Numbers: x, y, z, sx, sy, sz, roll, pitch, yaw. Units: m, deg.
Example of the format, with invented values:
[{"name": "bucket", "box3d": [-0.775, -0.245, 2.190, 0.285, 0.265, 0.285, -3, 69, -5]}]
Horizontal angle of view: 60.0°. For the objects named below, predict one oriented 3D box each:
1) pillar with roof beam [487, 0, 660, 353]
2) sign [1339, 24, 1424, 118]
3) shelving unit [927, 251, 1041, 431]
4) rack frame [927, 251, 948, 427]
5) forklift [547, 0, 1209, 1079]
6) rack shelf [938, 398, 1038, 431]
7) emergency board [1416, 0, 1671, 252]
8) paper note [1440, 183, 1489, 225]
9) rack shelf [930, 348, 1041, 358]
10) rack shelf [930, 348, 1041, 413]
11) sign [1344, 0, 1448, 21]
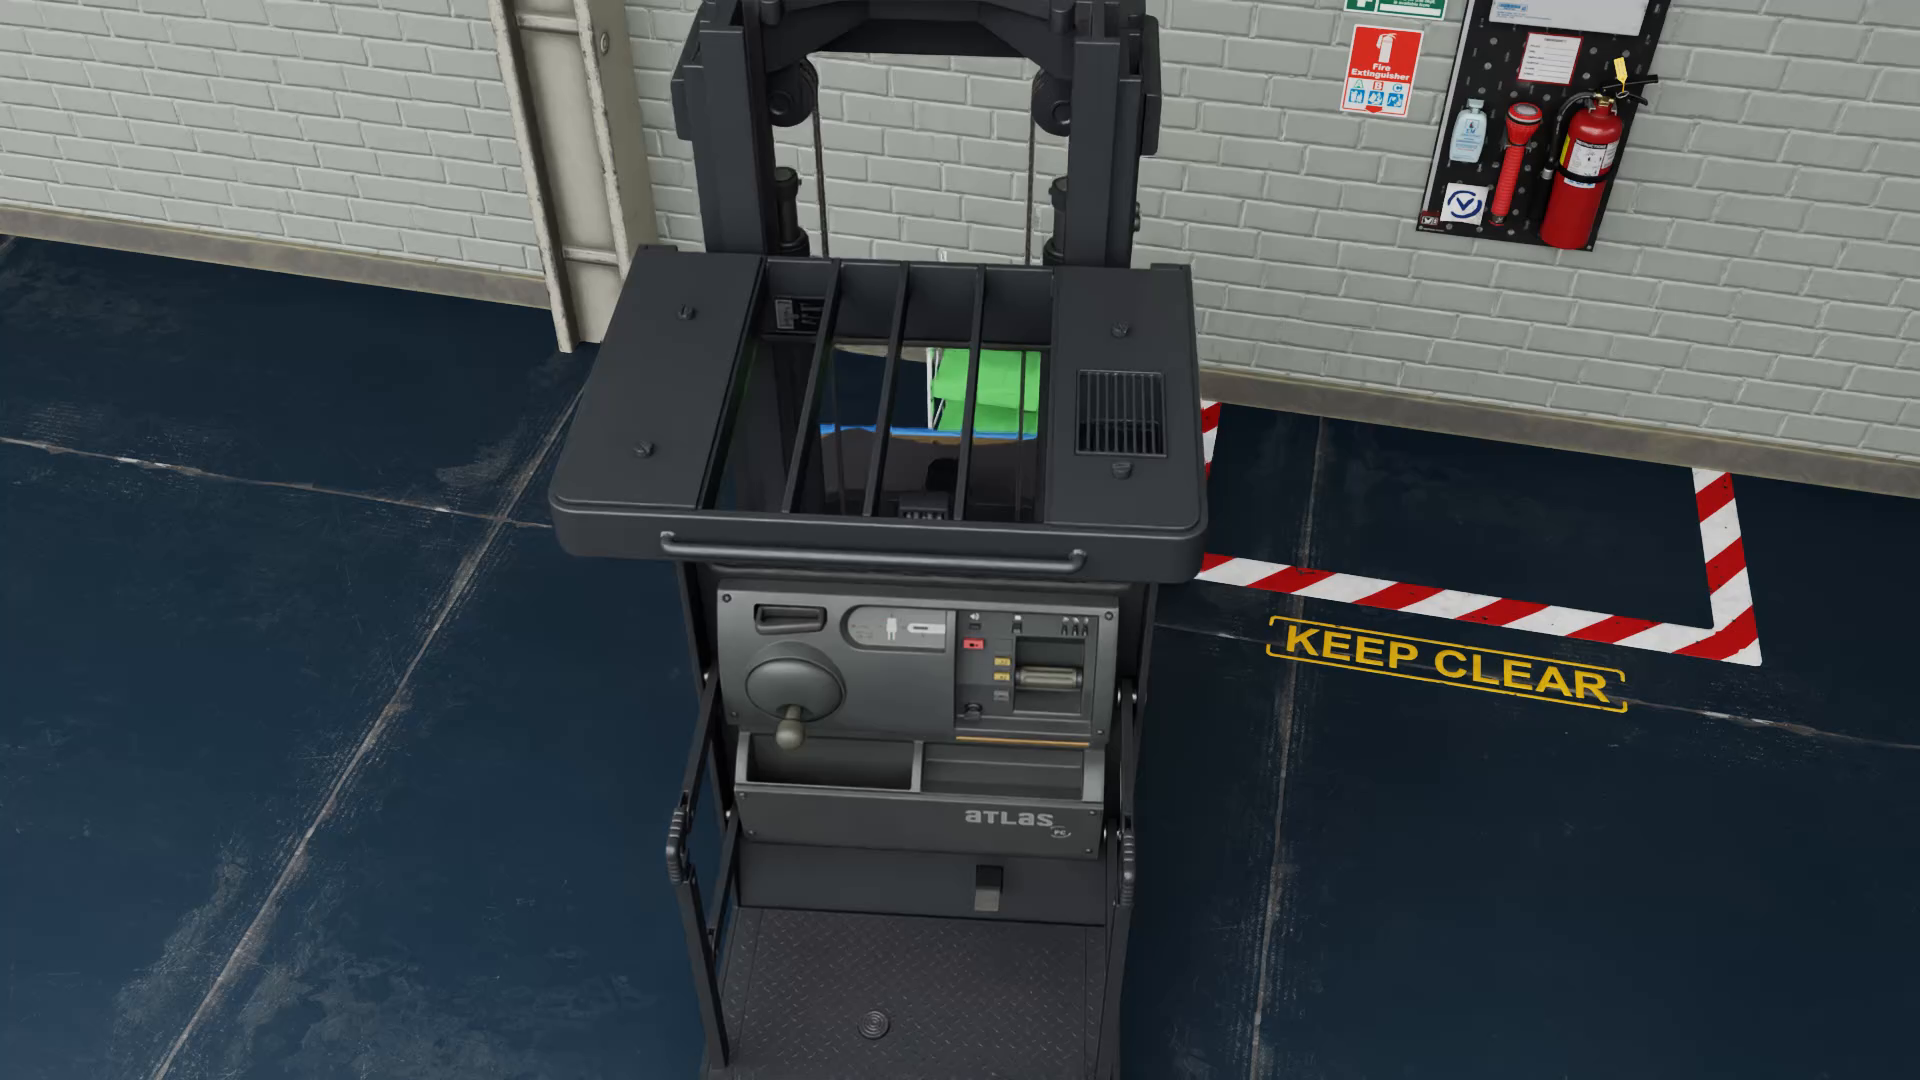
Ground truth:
[{"name": "pillar with roof beam", "box3d": [-2.422, -1.208, 1.016, 0.400, 9.000, 9.100, 9, 45, 9]}, {"name": "sign", "box3d": [1.453, -1.617, 5.742, 0.234, 0.329, 0.001, 9, 45, 9]}, {"name": "shelving unit", "box3d": [0.162, -0.407, 5.808, 0.503, 1.200, 0.258, 9, 45, 9]}, {"name": "rack frame", "box3d": [-0.077, -0.444, 5.846, 0.015, 1.200, 0.240, 9, 45, 9]}, {"name": "forklift", "box3d": [-0.112, 0.394, 3.727, 1.130, 2.935, 3.031, 3, 44, 3]}, {"name": "rack shelf", "box3d": [0.162, -0.361, 5.852, 0.480, 0.148, 0.258, 9, 45, 9]}, {"name": "emergency board", "box3d": [1.970, -1.451, 5.595, 0.643, 1.169, 0.194, 9, 45, 9]}, {"name": "paper note", "box3d": [1.813, -1.207, 5.976, 0.142, 0.148, 0.016, 9, 45, 9]}, {"name": "rack shelf", "box3d": [0.162, -0.707, 5.519, 0.480, 0.148, 0.258, 9, 45, 9]}, {"name": "rack shelf", "box3d": [0.162, -0.534, 5.686, 0.480, 0.148, 0.258, 9, 45, 9]}, {"name": "sign", "box3d": [1.456, -1.802, 5.551, 0.331, 0.109, 0.001, 9, 45, 9]}]
